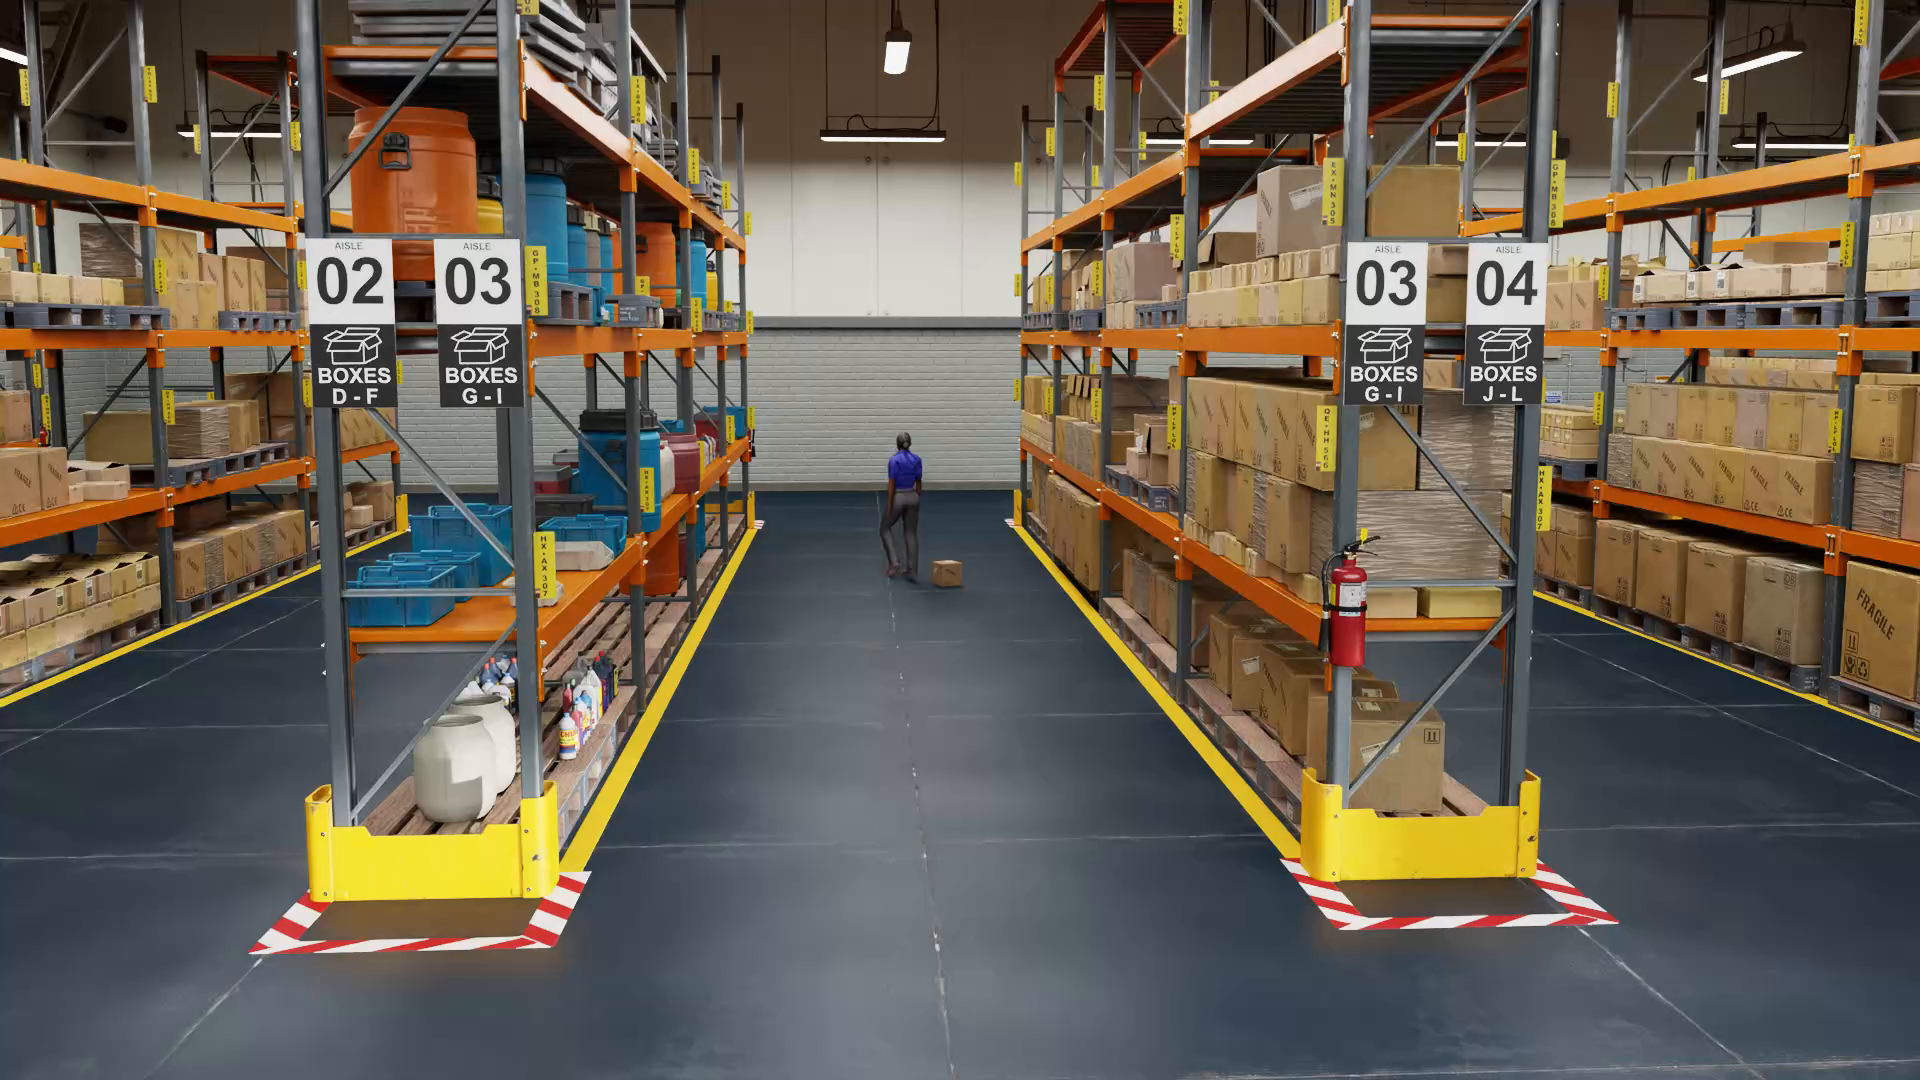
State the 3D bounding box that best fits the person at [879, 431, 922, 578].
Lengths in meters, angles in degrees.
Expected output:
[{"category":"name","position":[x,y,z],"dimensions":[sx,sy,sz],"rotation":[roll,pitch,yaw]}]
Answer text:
[{"category":"person","position":[-0.657,-0.385,18.932],"dimensions":[0.488,1.705,0.509],"rotation":[-4,8,-28]}]
